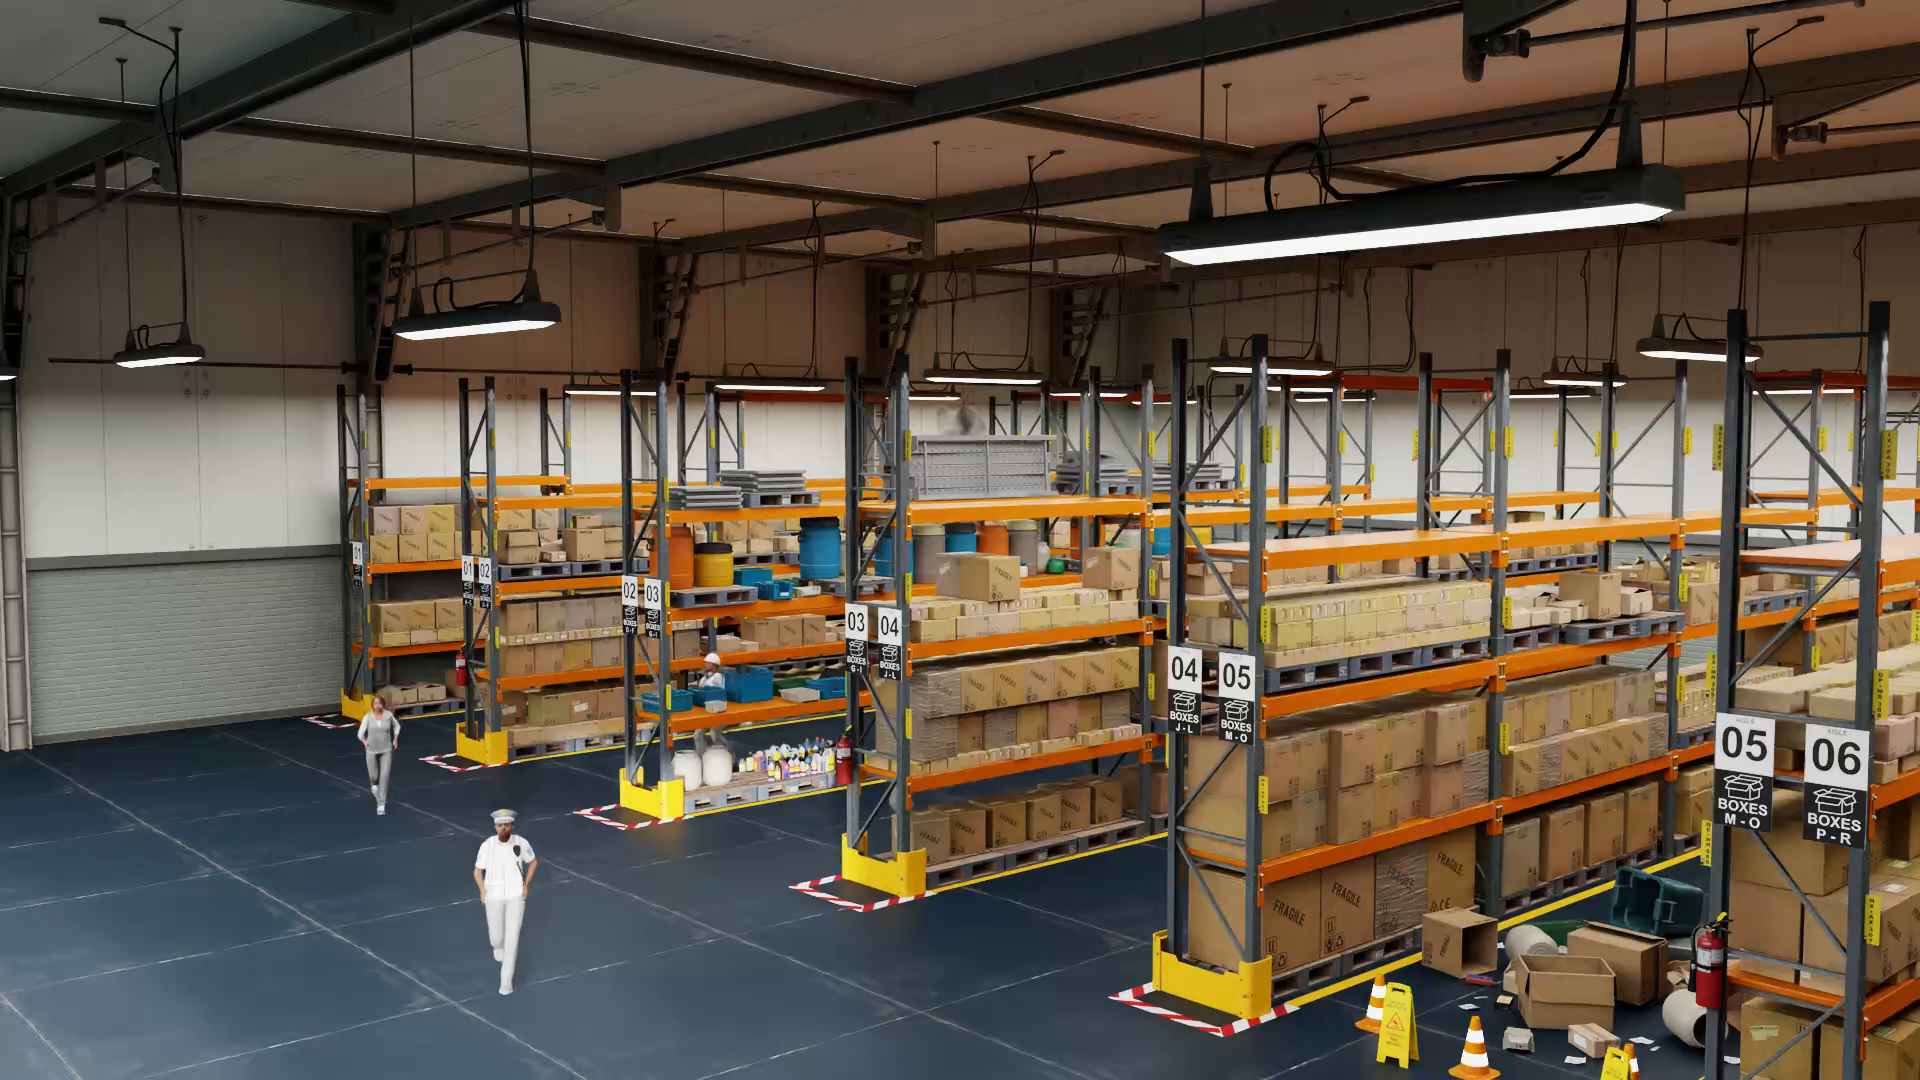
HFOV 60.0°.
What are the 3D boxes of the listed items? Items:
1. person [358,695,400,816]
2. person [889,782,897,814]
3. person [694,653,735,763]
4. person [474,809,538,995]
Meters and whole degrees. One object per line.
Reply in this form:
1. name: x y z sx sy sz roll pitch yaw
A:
1. person: -7.913 2.900 22.671 0.554 1.598 0.775 -1 4 -20
2. person: -0.775 2.951 20.929 0.614 1.690 0.596 -4 5 -44
3. person: -3.753 2.628 25.222 0.726 1.823 0.661 -3 5 -42
4. person: -4.242 3.325 15.549 0.577 1.680 0.711 -1 4 -14
